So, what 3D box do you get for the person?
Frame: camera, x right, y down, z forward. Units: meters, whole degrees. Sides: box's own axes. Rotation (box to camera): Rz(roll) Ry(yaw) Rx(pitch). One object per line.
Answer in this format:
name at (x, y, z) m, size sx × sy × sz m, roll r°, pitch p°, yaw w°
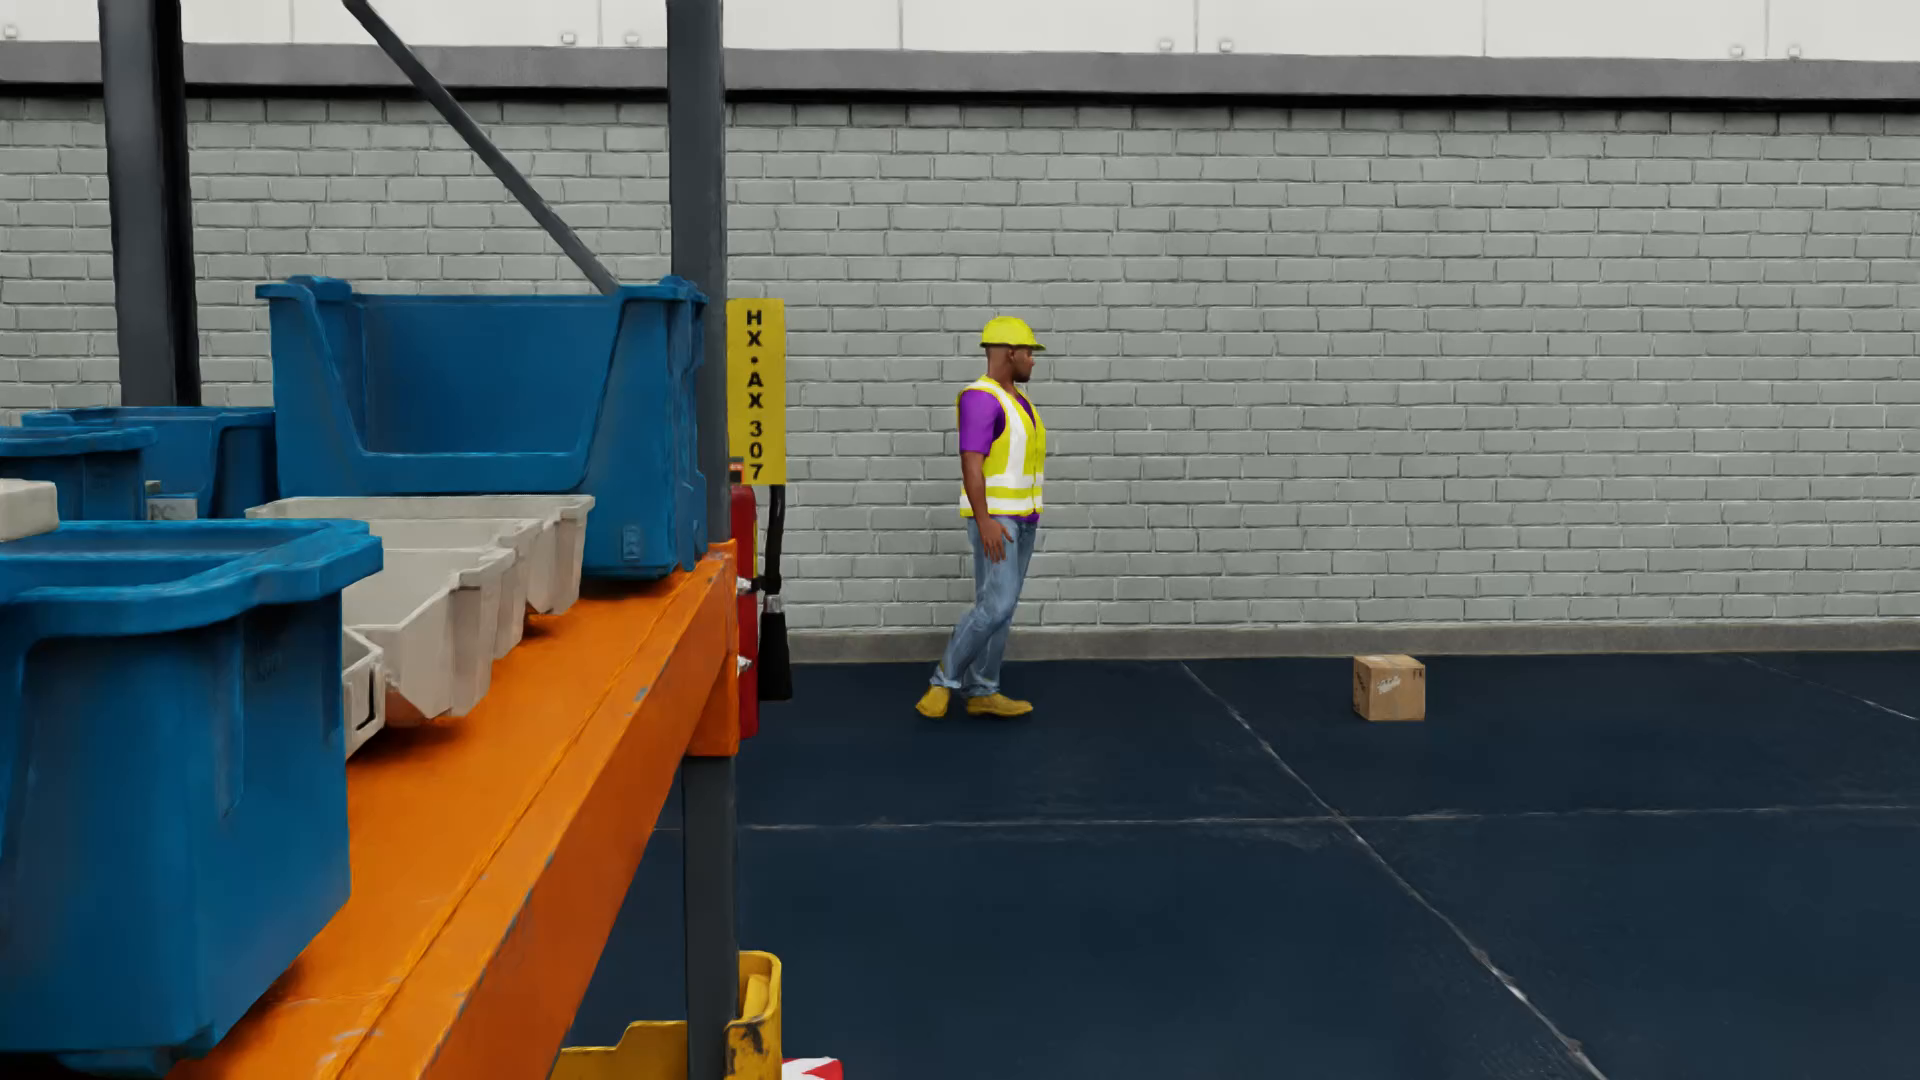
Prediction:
person at (0.110, -0.093, 7.267) m, size 0.448 × 1.761 × 0.726 m, roll 3°, pitch 8°, yaw 26°
